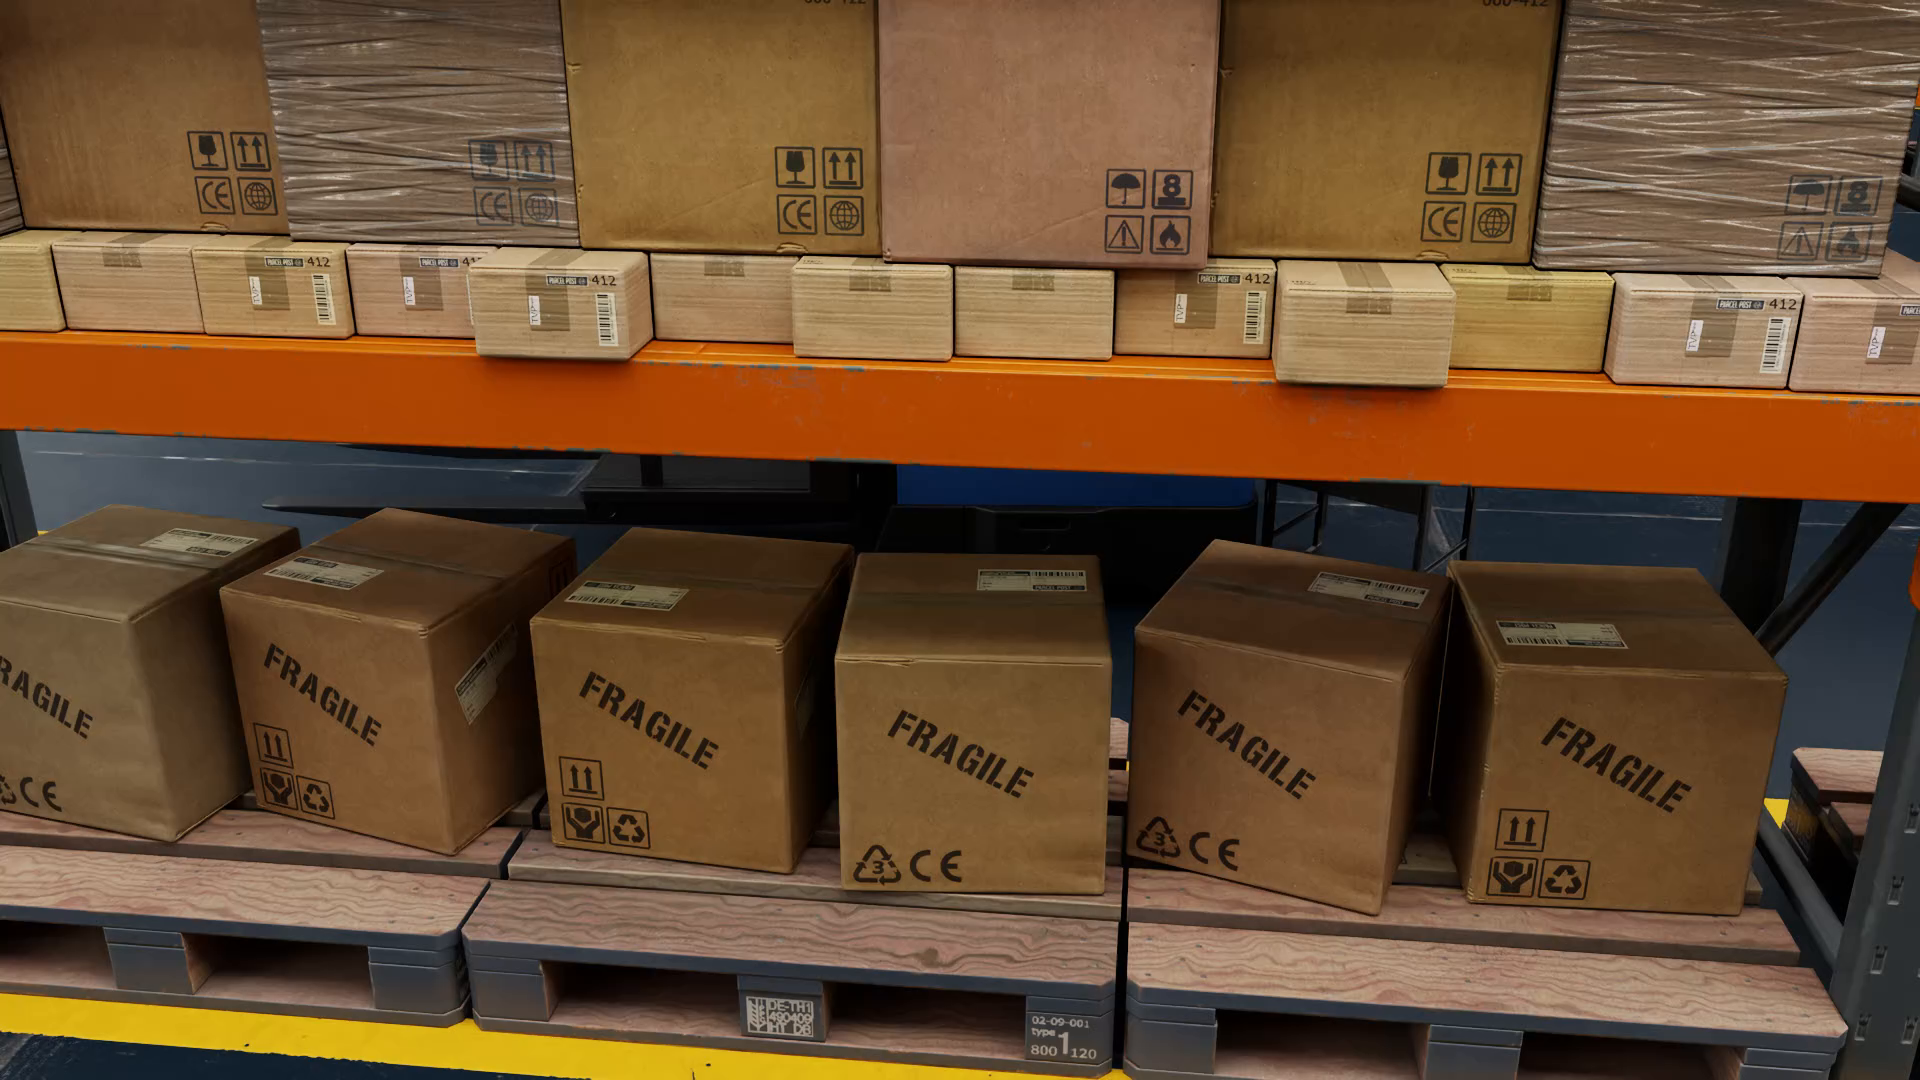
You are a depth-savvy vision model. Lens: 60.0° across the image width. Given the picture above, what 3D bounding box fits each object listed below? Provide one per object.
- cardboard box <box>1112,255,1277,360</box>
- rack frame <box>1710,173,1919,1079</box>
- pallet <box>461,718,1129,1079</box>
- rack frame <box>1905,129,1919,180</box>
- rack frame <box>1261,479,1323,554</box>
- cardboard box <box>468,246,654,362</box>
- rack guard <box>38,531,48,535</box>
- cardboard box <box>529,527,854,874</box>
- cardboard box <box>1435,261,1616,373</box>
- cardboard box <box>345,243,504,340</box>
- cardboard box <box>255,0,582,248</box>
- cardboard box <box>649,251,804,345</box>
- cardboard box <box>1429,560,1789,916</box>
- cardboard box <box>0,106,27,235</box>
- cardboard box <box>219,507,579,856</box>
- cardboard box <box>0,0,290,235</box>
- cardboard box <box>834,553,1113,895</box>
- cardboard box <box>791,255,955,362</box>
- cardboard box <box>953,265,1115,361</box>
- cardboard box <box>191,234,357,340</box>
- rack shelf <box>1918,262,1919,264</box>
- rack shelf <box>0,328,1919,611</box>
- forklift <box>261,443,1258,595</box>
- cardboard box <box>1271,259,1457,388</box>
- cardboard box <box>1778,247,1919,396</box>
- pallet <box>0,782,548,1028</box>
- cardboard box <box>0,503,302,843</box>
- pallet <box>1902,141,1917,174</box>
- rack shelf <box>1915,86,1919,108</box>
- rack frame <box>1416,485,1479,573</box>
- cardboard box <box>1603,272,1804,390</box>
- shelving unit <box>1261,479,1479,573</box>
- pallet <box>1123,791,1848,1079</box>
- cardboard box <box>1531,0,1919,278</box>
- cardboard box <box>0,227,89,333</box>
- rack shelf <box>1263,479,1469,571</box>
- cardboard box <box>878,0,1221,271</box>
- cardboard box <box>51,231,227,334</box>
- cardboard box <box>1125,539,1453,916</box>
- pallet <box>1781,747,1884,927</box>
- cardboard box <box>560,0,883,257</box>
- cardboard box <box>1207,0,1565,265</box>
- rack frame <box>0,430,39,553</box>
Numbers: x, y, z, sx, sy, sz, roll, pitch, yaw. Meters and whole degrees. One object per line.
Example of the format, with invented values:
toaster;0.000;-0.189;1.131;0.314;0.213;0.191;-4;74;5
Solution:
cardboard box;0.388;-0.426;2.778;0.250;0.149;0.380;2;22;6
rack frame;1.619;-0.564;2.787;0.127;3.000;1.000;2;22;6
pallet;-0.267;0.664;3.472;1.213;0.211;1.003;2;22;6
rack frame;6.761;-4.008;11.498;0.127;3.000;1.000;2;22;6
rack frame;1.046;-0.899;4.849;0.015;2.100;0.400;16;26;35
cardboard box;-0.620;-0.421;2.766;0.250;0.149;0.380;2;22;6
rack guard;-2.278;0.428;3.676;0.348;0.500;1.175;2;22;6
cardboard box;-0.518;0.310;3.404;0.500;0.500;0.500;5;22;11
cardboard box;0.882;-0.397;2.705;0.250;0.149;0.380;2;22;6
cardboard box;-0.856;-0.470;2.889;0.250;0.149;0.380;2;22;6
cardboard box;-0.808;-0.873;3.028;0.500;0.500;0.875;2;22;6
cardboard box;-0.356;-0.459;2.861;0.250;0.149;0.380;2;22;6
cardboard box;1.226;0.371;3.250;0.500;0.500;0.500;2;22;5
cardboard box;-1.810;-0.888;3.067;0.500;0.500;0.875;2;22;6
cardboard box;-1.138;0.276;3.490;0.500;0.500;0.500;8;23;20
cardboard box;-1.300;-0.911;3.123;0.500;0.500;0.875;2;22;6
cardboard box;0.031;0.351;3.302;0.500;0.500;0.500;1;22;1
cardboard box;-0.117;-0.420;2.763;0.250;0.149;0.380;2;22;6
cardboard box;0.135;-0.422;2.768;0.250;0.149;0.380;2;22;6
cardboard box;-1.108;-0.470;2.892;0.250;0.149;0.380;2;22;6
rack shelf;3.605;-0.143;2.701;4.000;0.370;1.077;2;22;6
rack shelf;-0.367;-0.316;3.139;4.000;0.370;1.077;2;22;6
forklift;-0.623;-1.369;4.916;3.031;2.935;1.130;1;22;1
cardboard box;0.621;-0.367;2.629;0.250;0.149;0.380;2;22;6
cardboard box;1.371;-0.349;2.586;0.250;0.149;0.380;2;22;6
pallet;-1.475;0.611;3.608;1.213;0.211;1.003;2;22;6
cardboard box;-1.735;0.263;3.524;0.500;0.500;0.500;7;23;16
pallet;7.497;-2.665;11.894;1.213;0.211;1.003;2;22;6
rack shelf;4.188;-1.952;7.275;4.000;0.370;1.077;2;22;6
rack frame;1.432;-0.787;4.571;0.015;2.100;0.400;16;26;35
cardboard box;1.124;-0.364;2.622;0.250;0.149;0.380;2;22;6
shelving unit;1.239;-0.843;4.710;0.503;2.100;0.431;16;26;35
pallet;0.948;0.716;3.341;1.213;0.211;1.003;2;22;6
cardboard box;1.179;-0.791;2.821;0.500;0.500;0.875;2;22;6
cardboard box;-1.606;-0.487;2.934;0.250;0.149;0.380;2;22;6
rack shelf;1.235;-0.179;4.971;0.480;0.518;0.431;16;26;35
cardboard box;0.178;-0.811;2.870;0.500;0.500;0.875;2;22;6
cardboard box;-1.355;-0.484;2.926;0.250;0.149;0.380;2;22;6
cardboard box;0.657;0.349;3.306;0.500;0.500;0.500;10;24;23
pallet;2.392;0.766;3.216;1.213;0.211;1.003;2;22;6
cardboard box;-0.313;-0.847;2.962;0.500;0.500;0.875;2;22;6
cardboard box;0.687;-0.826;2.908;0.500;0.500;0.875;2;22;6
rack frame;-2.353;-0.737;3.225;0.127;3.000;1.000;2;22;6
